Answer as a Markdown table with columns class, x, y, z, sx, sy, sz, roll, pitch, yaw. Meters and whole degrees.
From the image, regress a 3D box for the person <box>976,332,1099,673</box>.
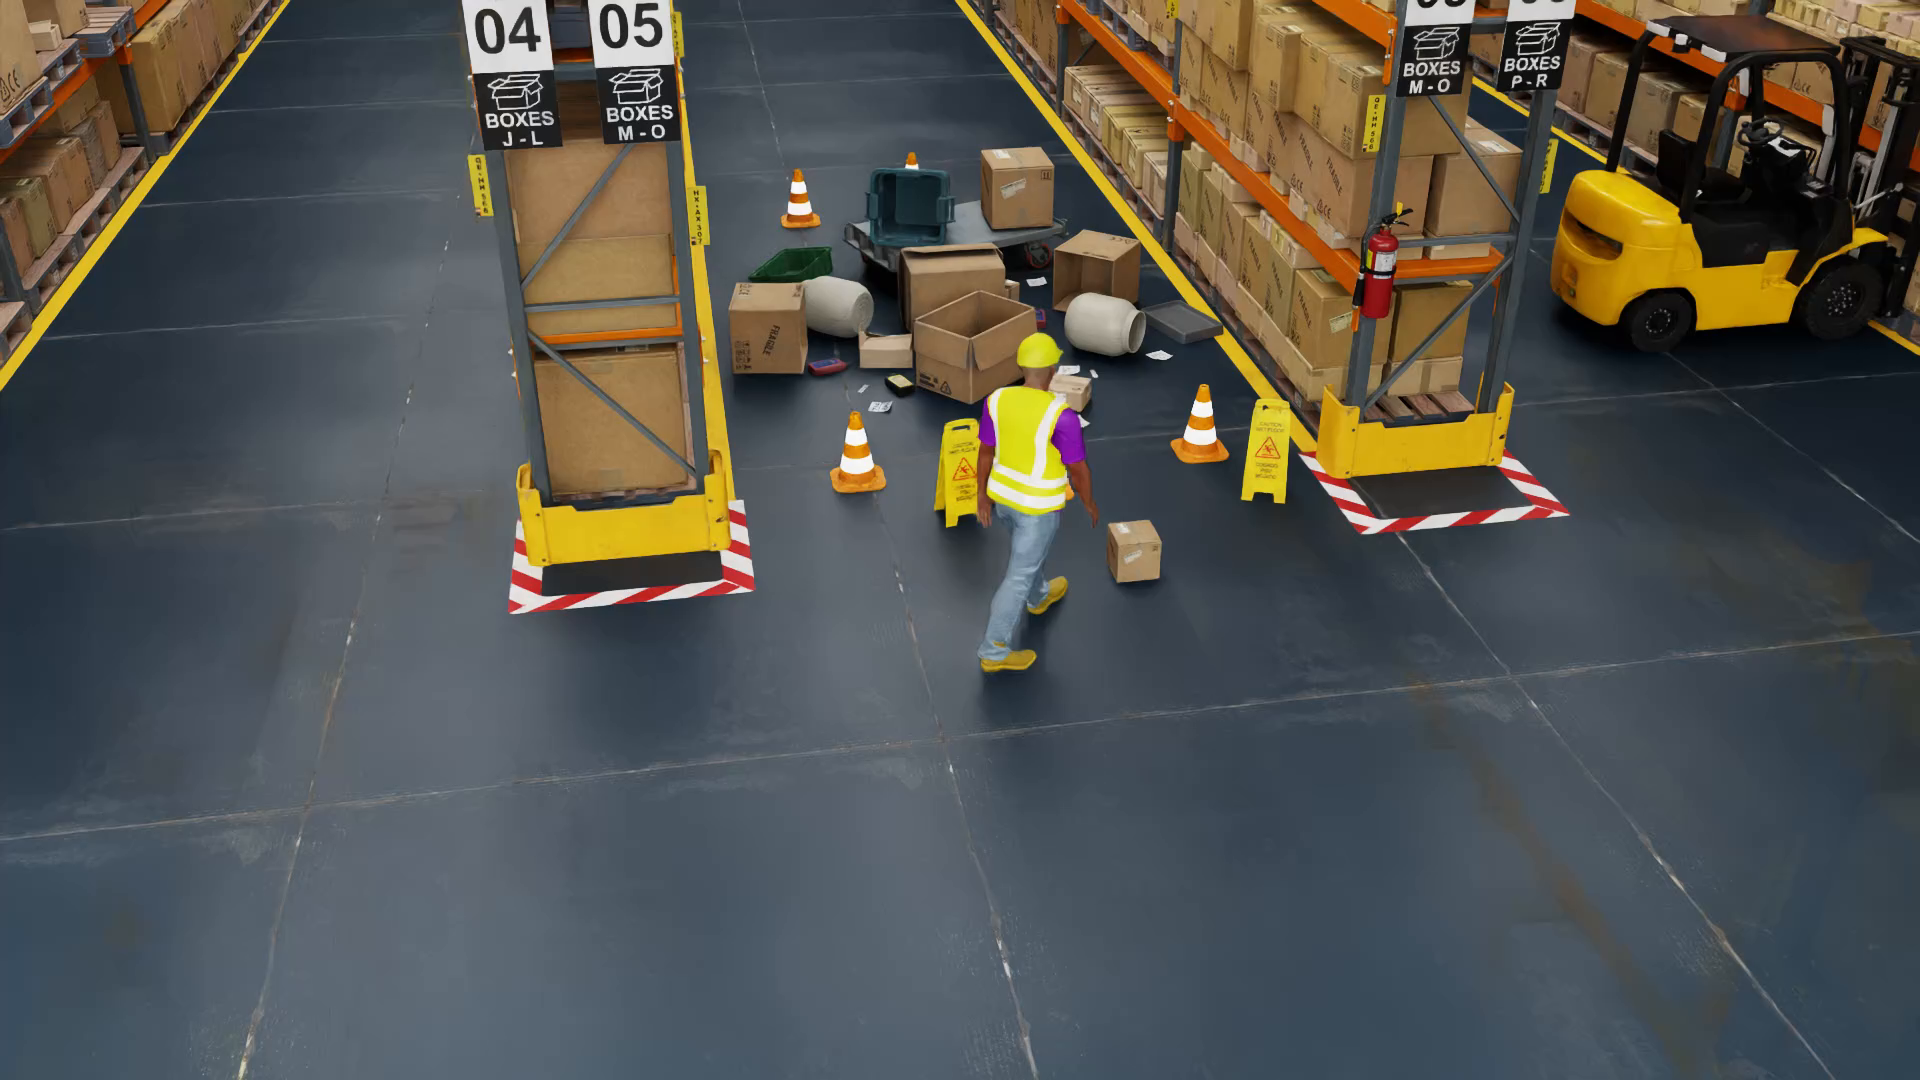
| class | x | y | z | sx | sy | sz | roll | pitch | yaw |
| --- | --- | --- | --- | --- | --- | --- | --- | --- | --- |
| person | 0.390 | -0.223 | 8.506 | 0.925 | 1.735 | 0.582 | -26 | 40 | -37 |
